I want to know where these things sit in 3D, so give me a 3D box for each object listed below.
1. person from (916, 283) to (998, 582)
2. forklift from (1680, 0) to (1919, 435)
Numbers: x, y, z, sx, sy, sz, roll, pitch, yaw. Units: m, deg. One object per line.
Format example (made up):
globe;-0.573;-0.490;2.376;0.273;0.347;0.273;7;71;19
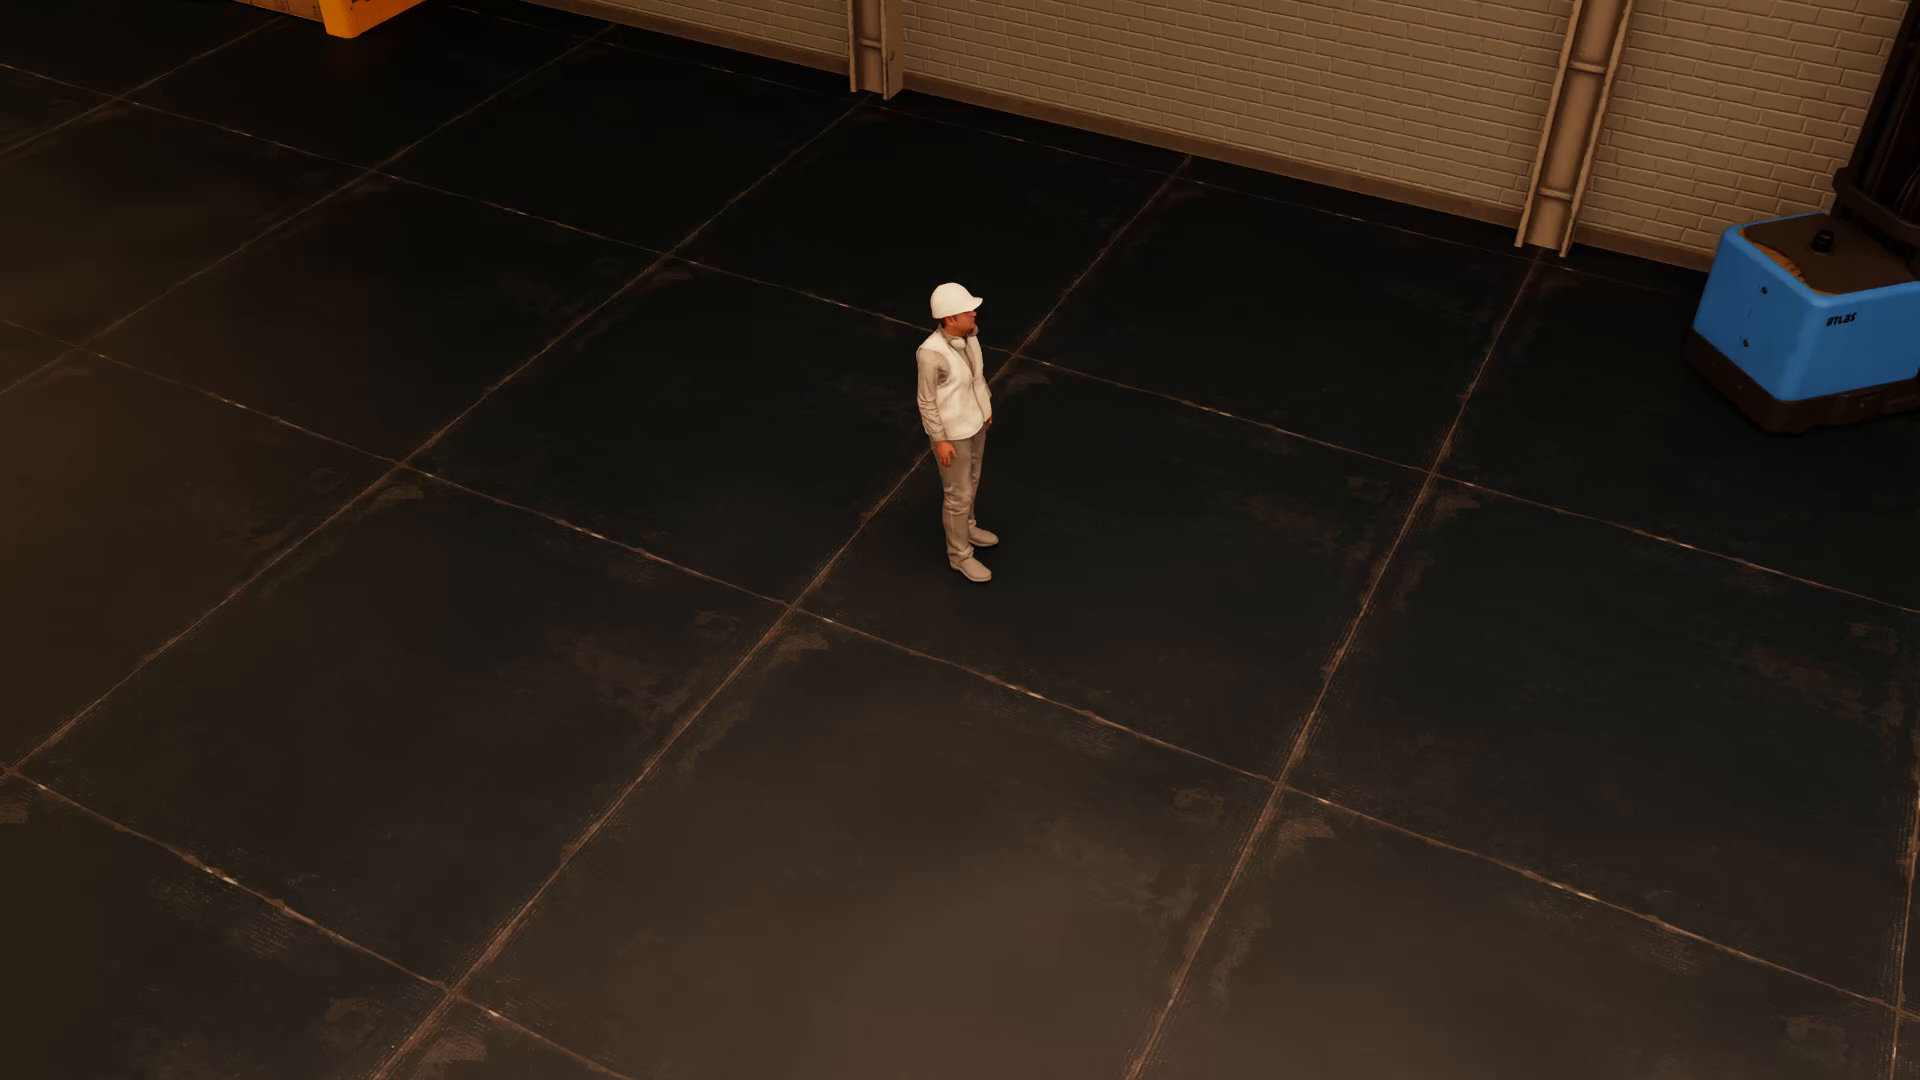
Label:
person;0.051;-0.659;9.660;0.568;1.768;0.632;18;43;21
forklift;6.641;-2.364;10.793;3.031;2.935;1.130;-11;41;-13
